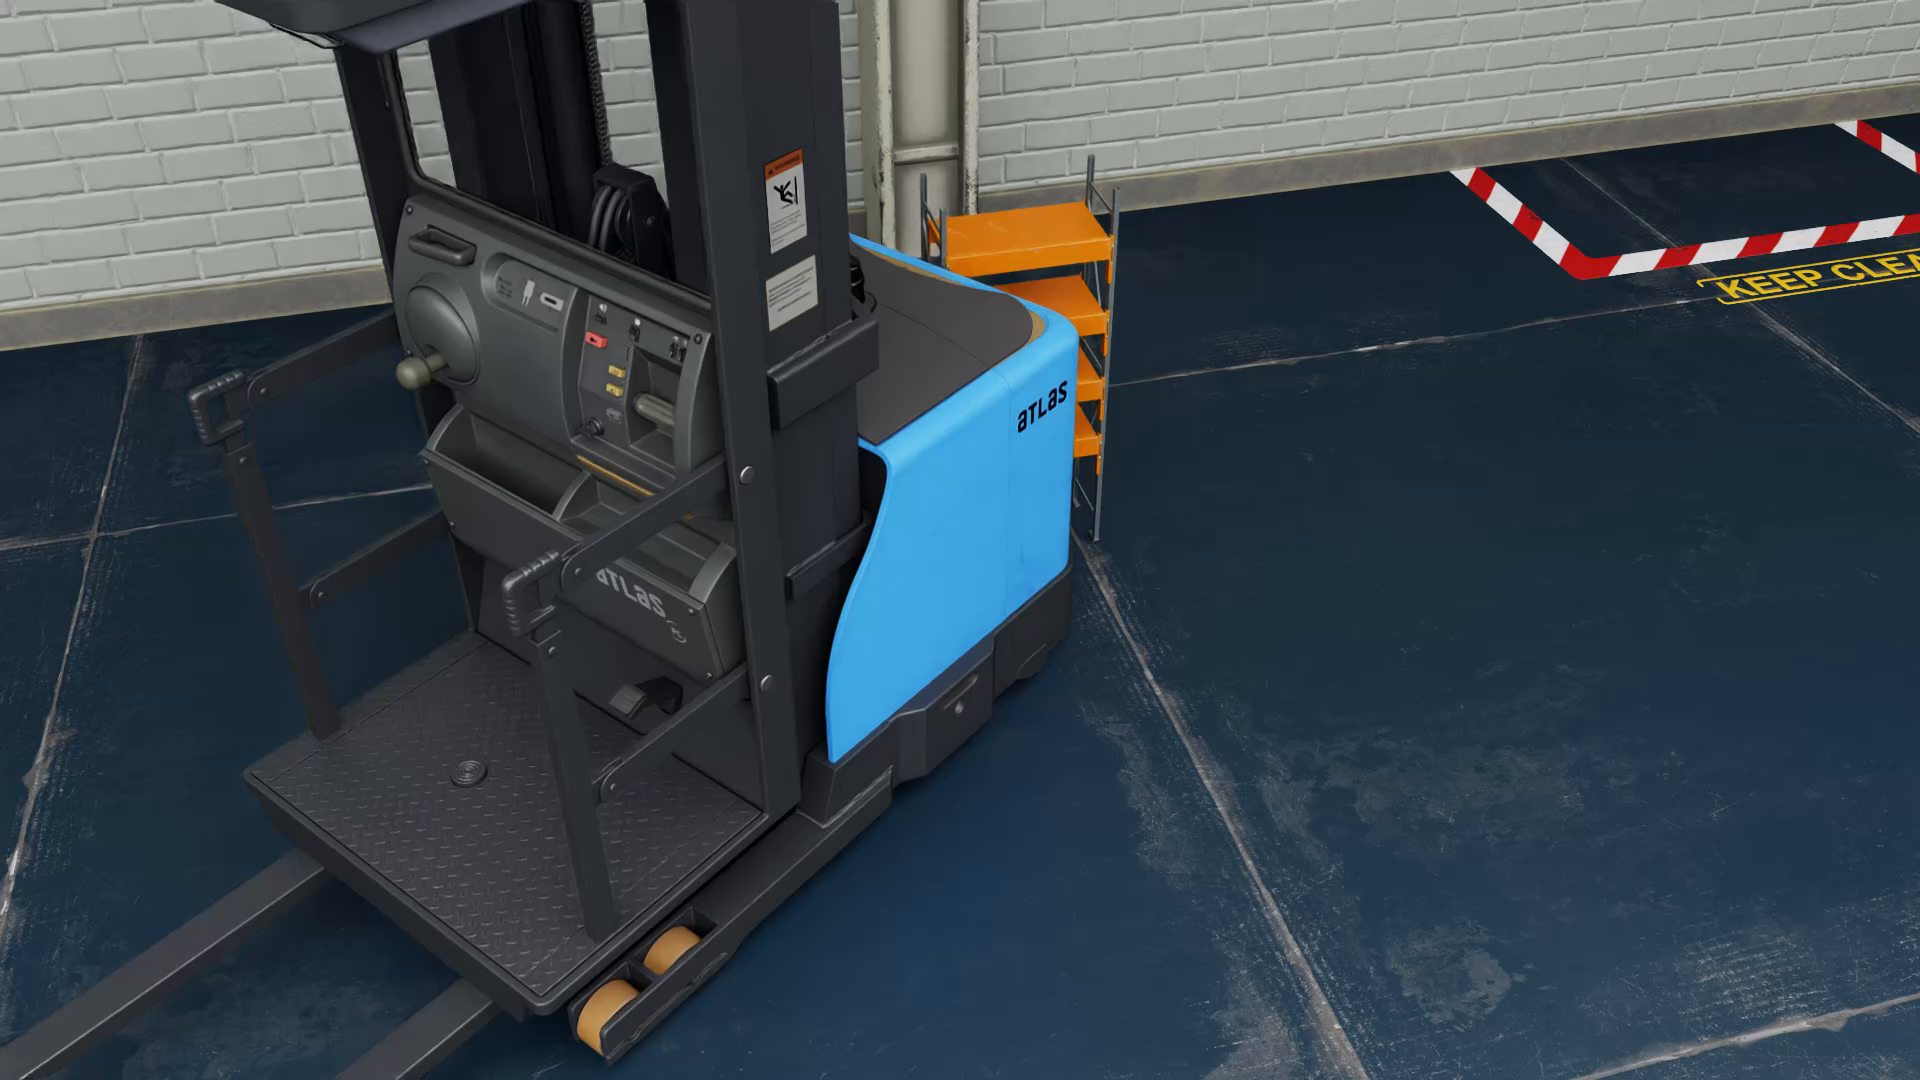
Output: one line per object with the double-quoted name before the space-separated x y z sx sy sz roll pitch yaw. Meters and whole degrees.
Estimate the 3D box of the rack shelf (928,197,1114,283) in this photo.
"rack shelf" 0.163 -0.818 4.684 0.480 0.148 0.258 -9 38 -12

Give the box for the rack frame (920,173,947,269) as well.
"rack frame" -0.073 -0.468 4.874 0.015 1.200 0.240 -9 38 -12

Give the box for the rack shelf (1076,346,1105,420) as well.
"rack shelf" 0.163 -0.452 4.964 0.480 0.148 0.258 -9 38 -12

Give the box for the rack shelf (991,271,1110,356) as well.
"rack shelf" 0.163 -0.630 4.828 0.480 0.148 0.258 -9 38 -12

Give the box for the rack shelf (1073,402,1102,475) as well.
"rack shelf" 0.163 -0.294 5.085 0.480 0.148 0.258 -9 38 -12

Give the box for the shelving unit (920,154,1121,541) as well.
"shelving unit" 0.163 -0.505 4.923 0.503 1.200 0.258 -9 38 -12

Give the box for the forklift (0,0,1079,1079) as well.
"forklift" -0.988 -0.351 3.296 1.130 2.935 3.031 26 44 29

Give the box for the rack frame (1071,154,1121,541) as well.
"rack frame" 0.399 -0.543 4.973 0.015 1.200 0.240 -9 38 -12

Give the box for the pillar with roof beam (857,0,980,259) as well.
"pillar with roof beam" 0.965 -2.233 0.762 0.400 9.000 9.100 -9 38 -12
